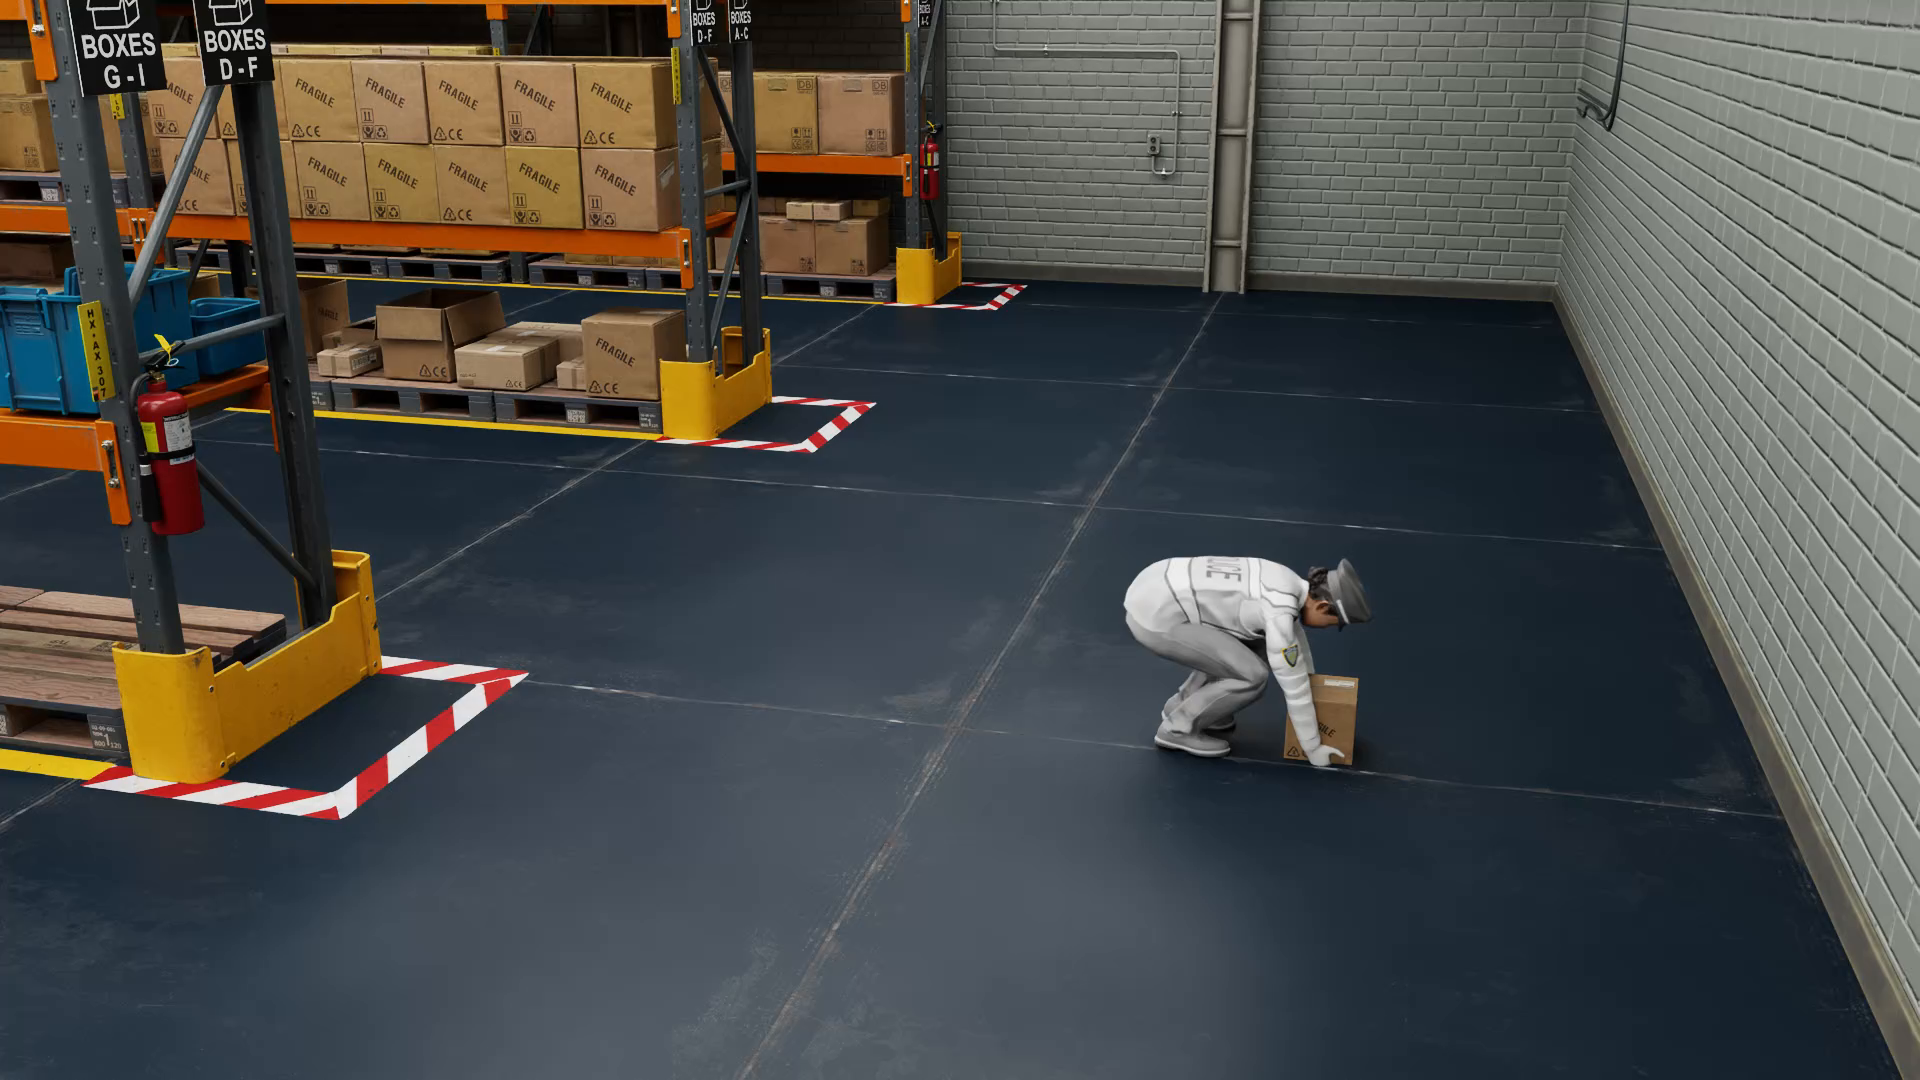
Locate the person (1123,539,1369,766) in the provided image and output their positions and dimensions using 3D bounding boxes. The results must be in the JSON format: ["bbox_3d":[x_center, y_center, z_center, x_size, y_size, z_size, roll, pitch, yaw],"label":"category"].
[{"bbox_3d":[1.067,0.411,6.259,0.906,0.801,0.465,4,19,12],"label":"person"}]
